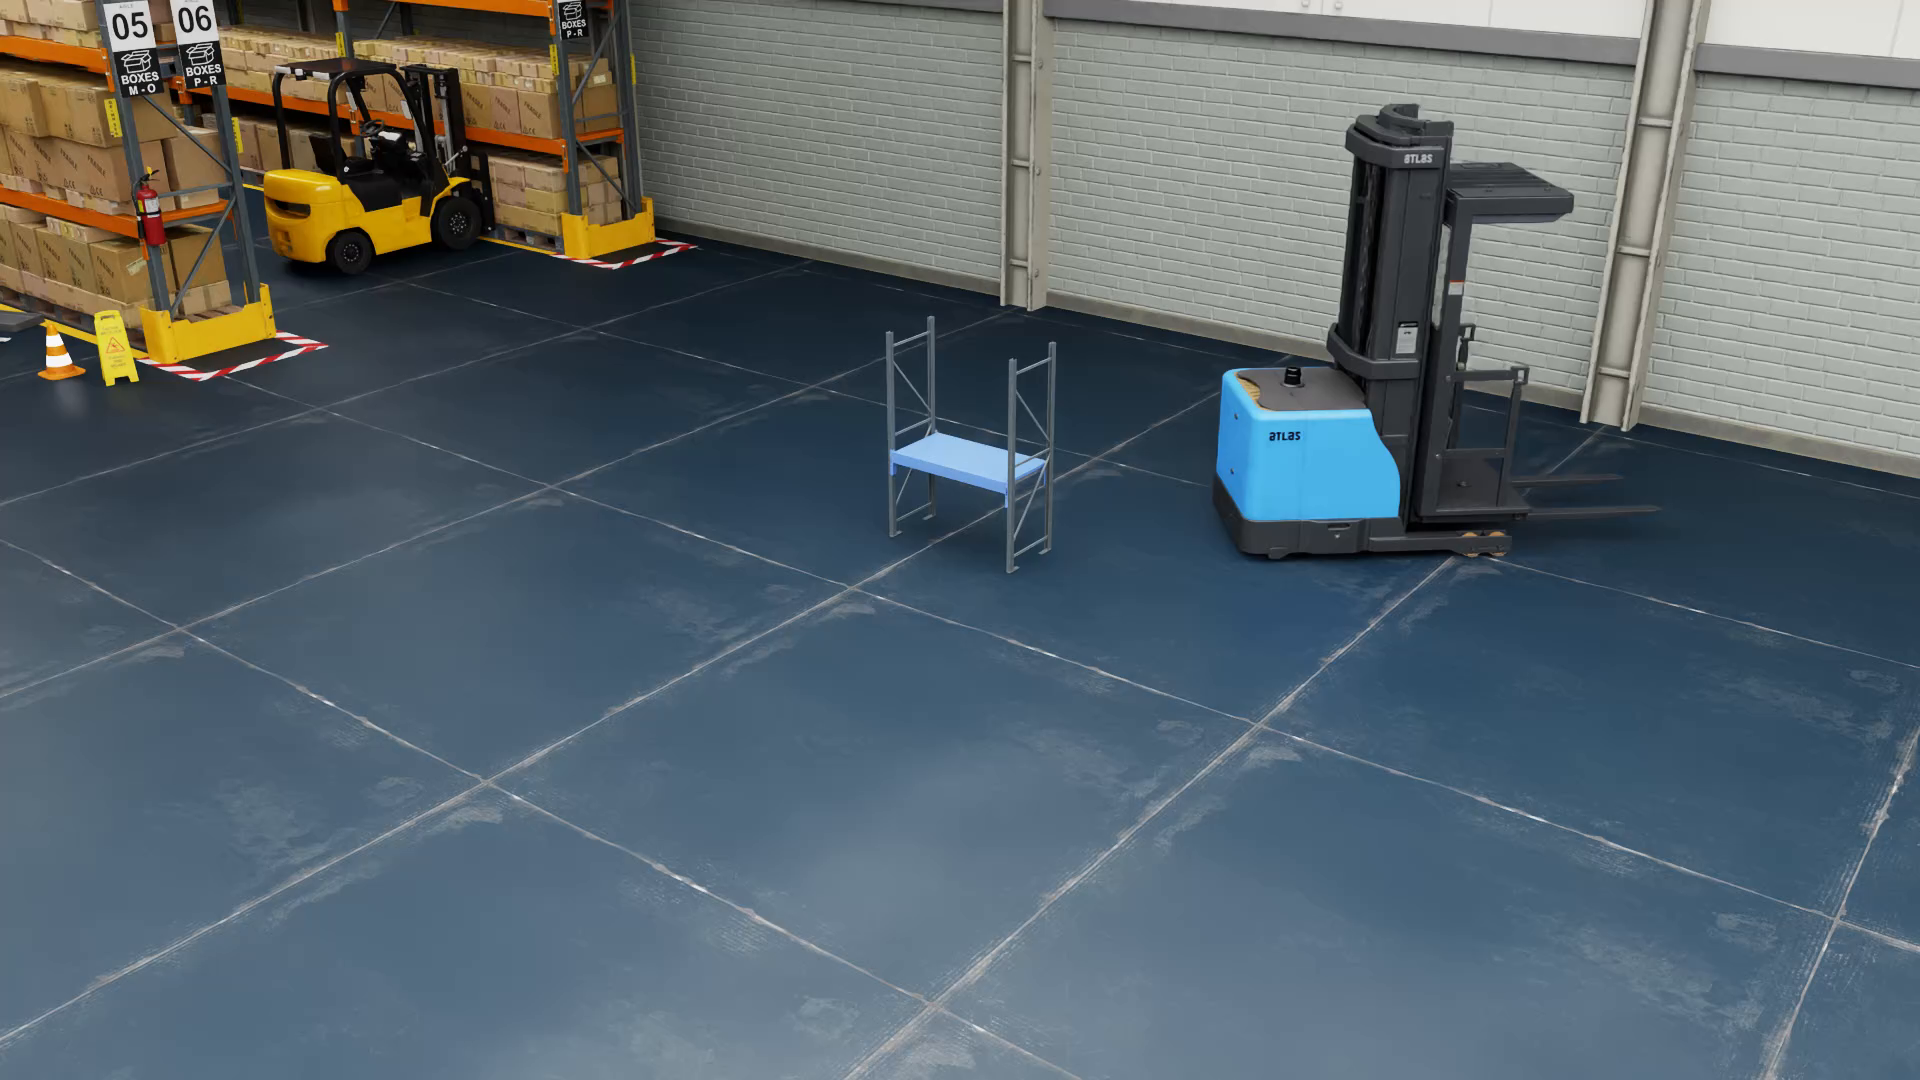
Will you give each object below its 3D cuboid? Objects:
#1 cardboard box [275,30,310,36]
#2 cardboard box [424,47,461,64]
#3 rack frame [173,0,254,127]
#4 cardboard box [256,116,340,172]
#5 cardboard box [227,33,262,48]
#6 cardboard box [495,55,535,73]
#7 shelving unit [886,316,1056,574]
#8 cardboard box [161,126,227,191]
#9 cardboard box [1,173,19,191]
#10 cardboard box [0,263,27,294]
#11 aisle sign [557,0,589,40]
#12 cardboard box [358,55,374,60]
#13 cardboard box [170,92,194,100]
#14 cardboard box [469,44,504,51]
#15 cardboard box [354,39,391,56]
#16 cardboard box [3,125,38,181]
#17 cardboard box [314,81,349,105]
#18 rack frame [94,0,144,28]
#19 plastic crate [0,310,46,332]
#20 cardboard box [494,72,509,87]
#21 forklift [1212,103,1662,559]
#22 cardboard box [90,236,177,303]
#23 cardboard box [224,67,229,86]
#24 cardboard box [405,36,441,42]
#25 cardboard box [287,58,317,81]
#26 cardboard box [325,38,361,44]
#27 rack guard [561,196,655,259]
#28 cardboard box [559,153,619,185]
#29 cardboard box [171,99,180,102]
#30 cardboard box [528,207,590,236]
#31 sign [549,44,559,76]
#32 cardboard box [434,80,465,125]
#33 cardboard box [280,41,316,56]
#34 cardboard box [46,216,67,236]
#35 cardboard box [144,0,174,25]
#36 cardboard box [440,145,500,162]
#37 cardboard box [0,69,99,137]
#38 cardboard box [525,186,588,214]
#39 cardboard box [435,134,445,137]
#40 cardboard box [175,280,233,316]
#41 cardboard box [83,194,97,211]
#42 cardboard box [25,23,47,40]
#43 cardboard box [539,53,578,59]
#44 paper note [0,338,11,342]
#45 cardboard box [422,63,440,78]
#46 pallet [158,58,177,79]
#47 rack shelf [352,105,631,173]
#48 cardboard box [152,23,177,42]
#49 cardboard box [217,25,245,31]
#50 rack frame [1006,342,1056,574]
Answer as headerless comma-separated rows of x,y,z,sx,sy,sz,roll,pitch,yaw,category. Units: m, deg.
-9.042,-6.806,22.549,0.250,0.149,0.380,16,29,32,cardboard box
-6.165,-5.798,19.891,0.250,0.149,0.380,17,29,33,cardboard box
-10.522,-6.745,23.338,0.127,3.000,1.000,17,29,33,rack frame
-8.964,-5.377,22.658,0.625,0.625,0.875,15,28,31,cardboard box
-9.572,-6.687,22.279,0.250,0.149,0.380,17,29,34,cardboard box
-5.129,-5.496,19.207,0.250,0.149,0.380,17,29,34,cardboard box
0.068,-0.666,11.401,1.048,1.500,0.538,17,29,33,shelving unit
-7.307,-3.594,15.694,0.500,0.500,0.500,16,29,33,cardboard box
-9.217,-3.568,16.440,0.250,0.149,0.380,17,29,34,cardboard box
-9.551,-2.754,17.170,0.500,0.250,0.500,19,30,36,cardboard box
-4.244,-5.890,18.172,0.004,0.787,0.394,17,29,33,aisle sign
-7.224,-5.958,20.625,0.250,0.149,0.380,16,29,32,cardboard box
-11.595,-6.567,24.710,0.250,0.149,0.380,16,28,32,cardboard box
-5.695,-5.885,20.090,0.250,0.149,0.380,18,29,35,cardboard box
-7.244,-6.084,20.540,0.250,0.149,0.380,18,29,34,cardboard box
-8.884,-3.806,16.174,0.500,0.500,0.500,17,29,34,cardboard box
-7.881,-5.747,21.258,0.500,0.250,0.500,18,29,34,cardboard box
-7.094,-5.953,14.101,0.127,3.000,1.000,17,29,33,rack frame
-9.530,-2.195,16.633,0.583,0.080,0.402,7,25,15,plastic crate
-5.150,-5.345,19.232,0.250,0.149,0.380,17,29,33,cardboard box
3.398,-1.434,11.370,3.031,2.935,1.130,-2,24,-4,forklift
-7.892,-2.595,15.878,0.500,0.500,0.500,17,29,34,cardboard box
-9.914,-6.367,22.667,0.500,0.250,0.500,16,28,32,cardboard box
-6.708,-6.203,20.810,0.250,0.149,0.380,16,28,32,cardboard box
-8.283,-6.096,21.432,0.500,0.250,0.500,16,28,32,cardboard box
-8.073,-6.472,21.790,0.250,0.149,0.380,16,29,33,cardboard box
-4.101,-3.661,19.439,0.348,0.500,1.175,17,29,33,rack guard
-4.391,-4.379,19.618,0.500,0.250,0.500,16,29,33,cardboard box
-11.490,-6.262,24.016,0.250,0.149,0.380,16,28,32,cardboard box
-4.686,-3.756,19.444,0.500,0.250,0.500,17,29,34,cardboard box
-4.457,-5.277,18.277,0.005,0.325,0.100,17,29,33,sign
-5.900,-5.261,19.846,0.500,0.500,0.500,17,29,34,cardboard box
-8.571,-6.368,21.555,0.250,0.149,0.380,16,28,32,cardboard box
-8.635,-3.085,16.186,0.250,0.149,0.380,18,30,35,cardboard box
-7.337,-4.856,15.148,0.500,0.250,0.500,16,29,32,cardboard box
-5.898,-4.578,20.069,0.500,0.250,0.500,16,28,32,cardboard box
-8.504,-4.116,15.638,0.500,0.500,0.700,16,29,33,cardboard box
-4.697,-3.990,19.355,0.500,0.250,0.500,16,29,33,cardboard box
-6.397,-4.995,21.016,0.500,0.250,0.500,16,29,33,cardboard box
-7.574,-2.426,16.426,0.500,0.250,0.500,17,29,33,cardboard box
-7.983,-3.209,15.624,0.250,0.149,0.380,16,29,32,cardboard box
-8.349,-4.714,15.321,0.250,0.149,0.380,17,29,33,cardboard box
-4.670,-5.573,19.380,0.250,0.149,0.380,17,29,34,cardboard box
-9.303,-1.945,16.127,0.148,0.019,0.142,7,25,15,paper note
-6.217,-5.640,19.901,0.250,0.149,0.380,16,28,32,cardboard box
-11.106,-6.799,23.698,1.003,0.211,1.213,17,29,33,pallet
-5.720,-4.965,20.190,4.000,0.370,1.077,17,29,33,rack shelf
-7.165,-4.651,15.177,0.250,0.149,0.380,17,29,33,cardboard box
-10.140,-7.074,23.157,0.250,0.149,0.380,18,29,35,cardboard box
0.475,-0.543,11.122,0.032,1.500,0.500,17,29,33,rack frame
